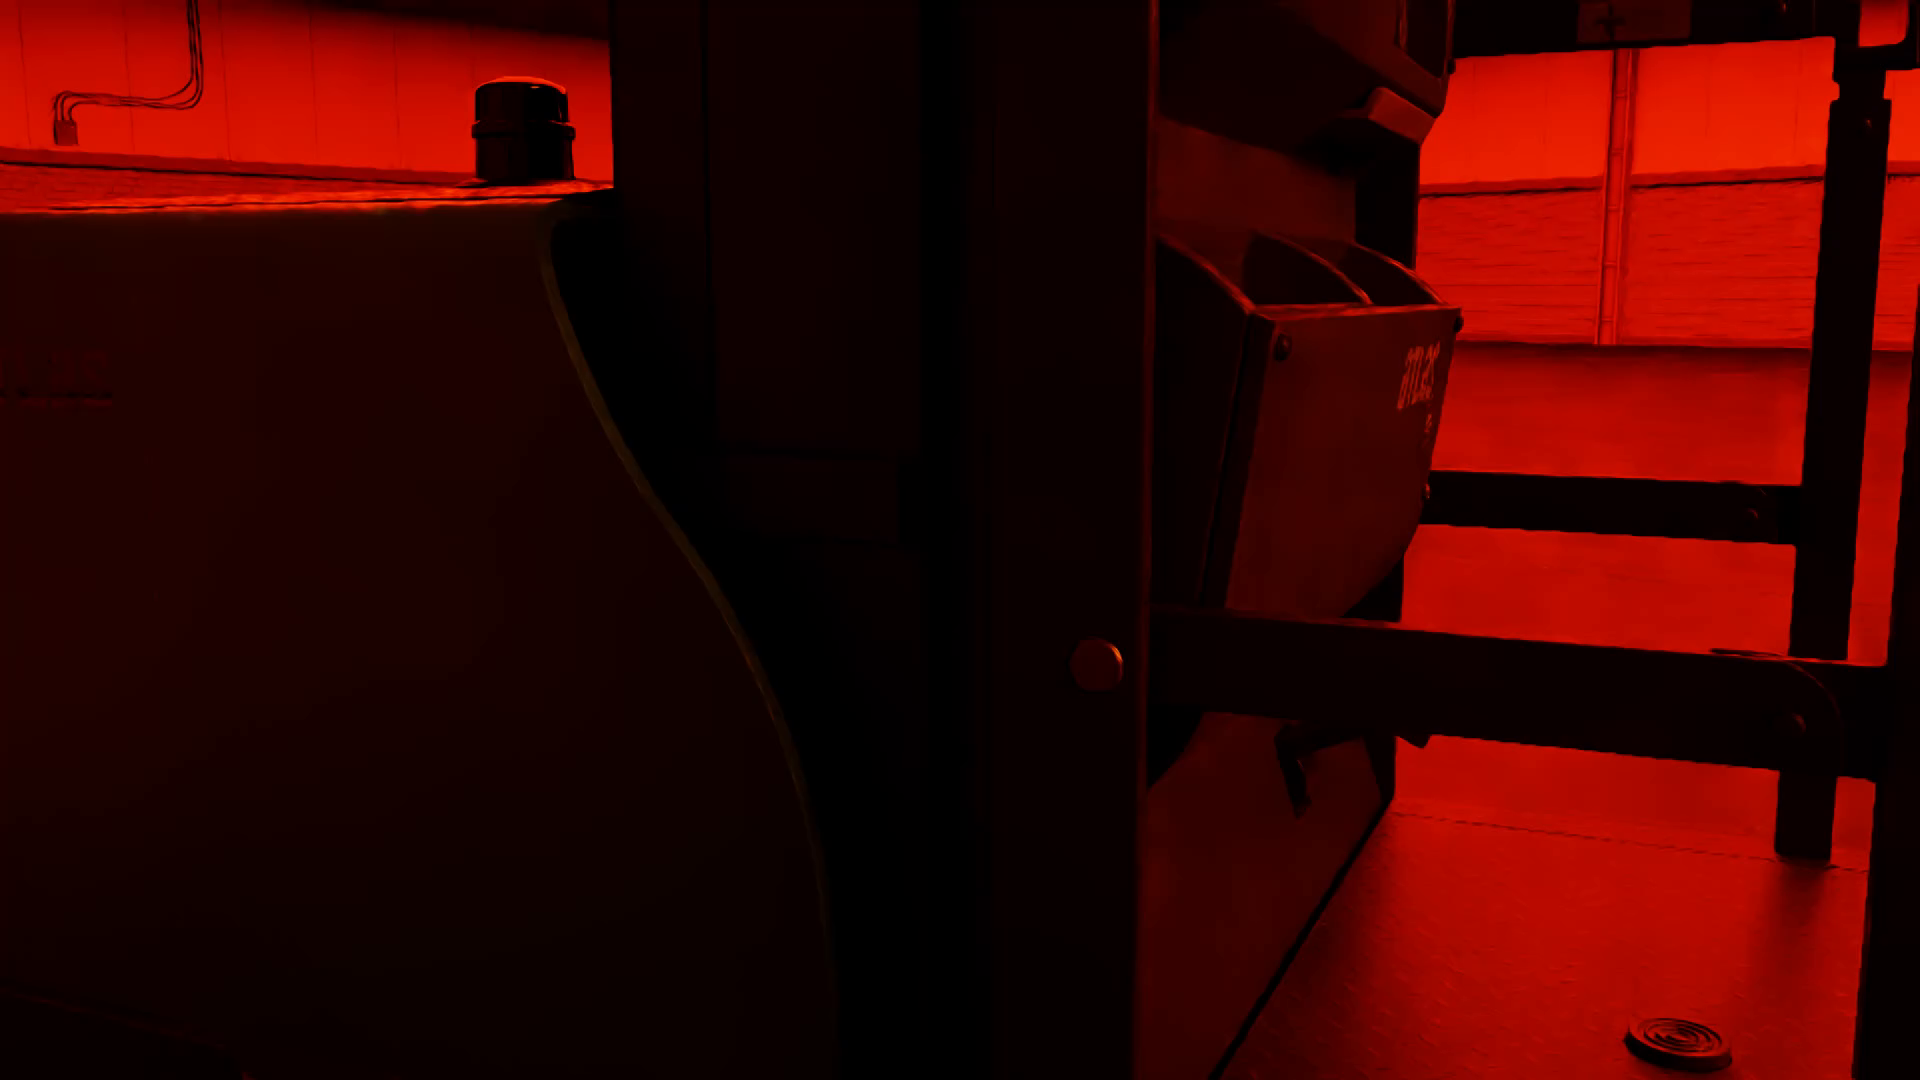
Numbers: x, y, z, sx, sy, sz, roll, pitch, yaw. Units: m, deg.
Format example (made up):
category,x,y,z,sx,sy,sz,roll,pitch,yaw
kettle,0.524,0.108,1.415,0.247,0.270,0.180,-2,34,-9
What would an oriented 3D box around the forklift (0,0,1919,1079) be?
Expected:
category,x,y,z,sx,sy,sz,roll,pitch,yaw
forklift,0.523,-0.682,1.402,3.031,2.935,1.130,4,9,24
